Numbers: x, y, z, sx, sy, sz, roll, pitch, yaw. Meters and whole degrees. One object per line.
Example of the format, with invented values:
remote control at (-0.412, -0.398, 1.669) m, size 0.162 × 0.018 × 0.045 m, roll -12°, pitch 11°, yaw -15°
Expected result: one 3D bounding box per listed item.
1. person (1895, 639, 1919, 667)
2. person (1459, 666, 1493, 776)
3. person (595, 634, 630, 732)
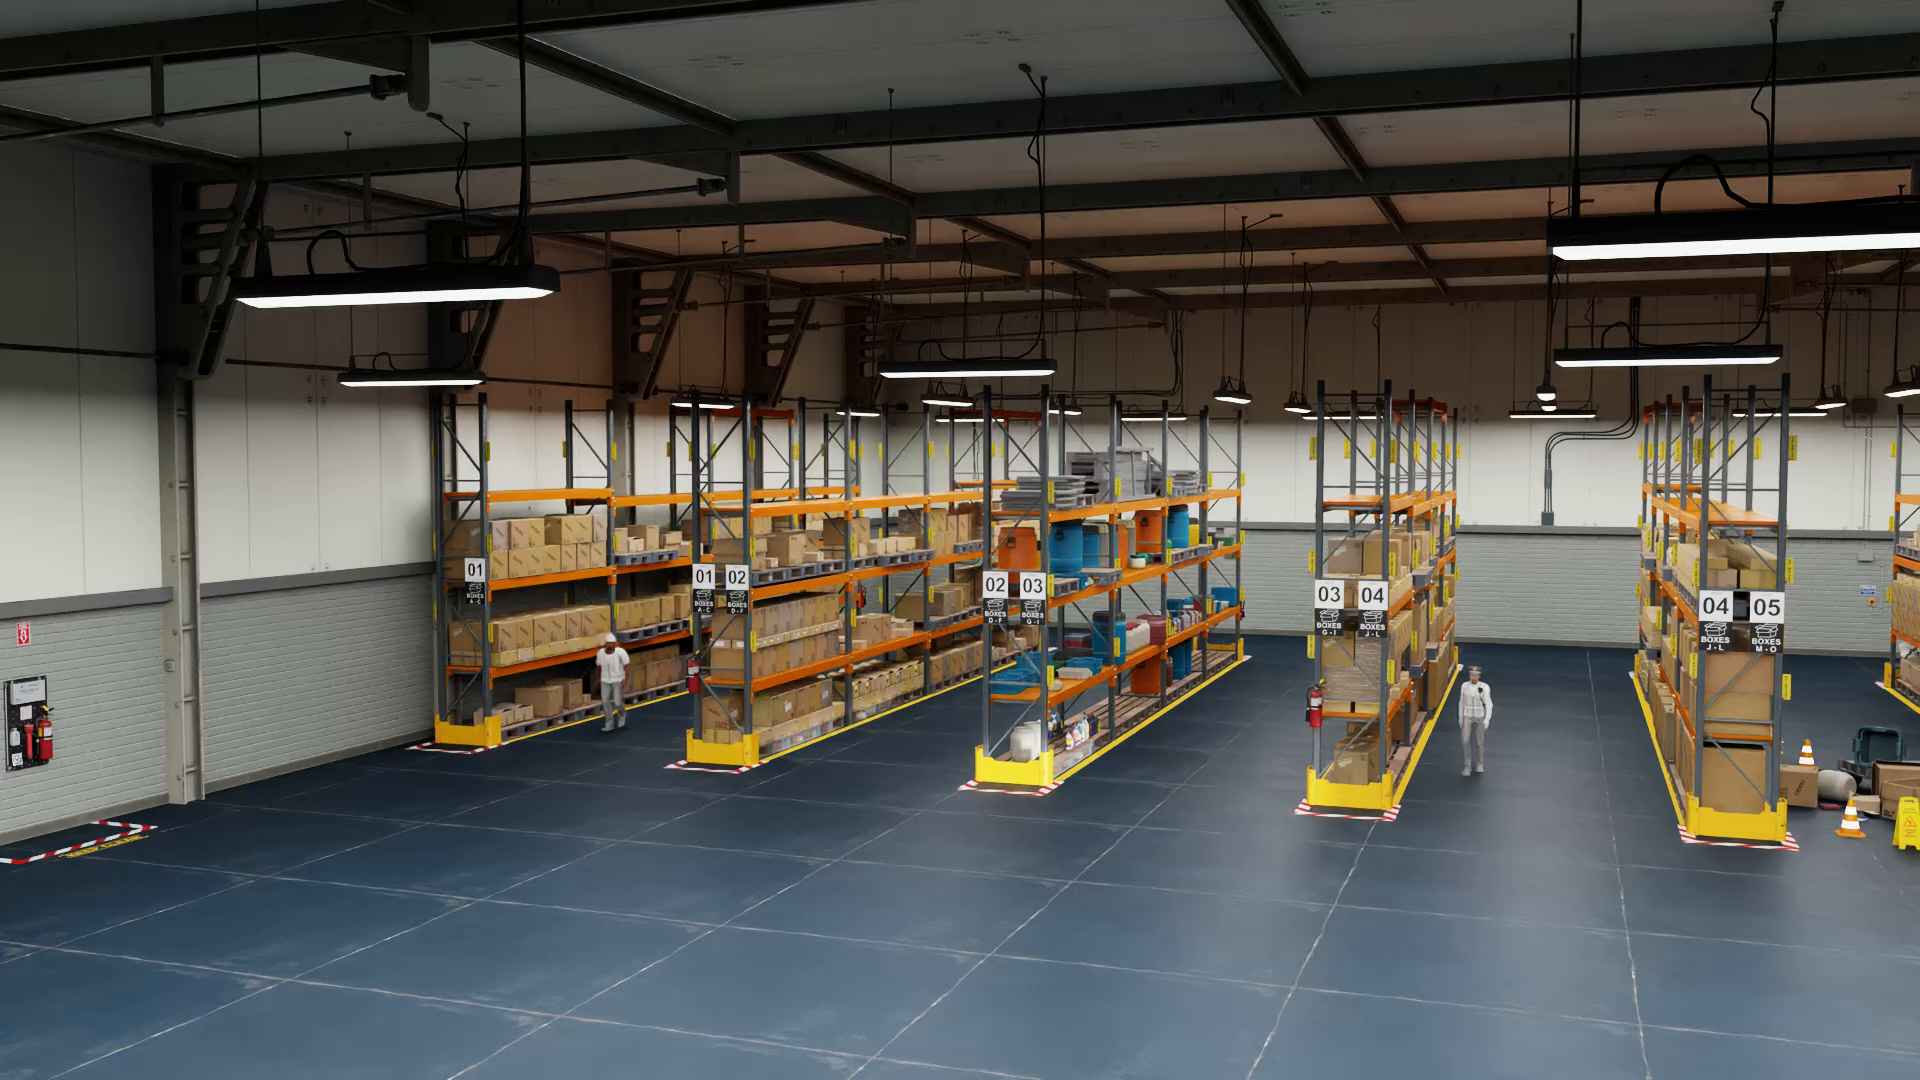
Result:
person at (21.971, 2.068, 38.327) m, size 0.826 × 1.771 × 0.546 m, roll 1°, pitch 3°, yaw 24°
person at (7.999, 2.808, 25.820) m, size 0.525 × 1.714 × 0.539 m, roll 2°, pitch 3°, yaw 28°
person at (-6.233, 2.540, 29.880) m, size 0.639 × 1.755 × 0.613 m, roll 0°, pitch 3°, yaw 7°
